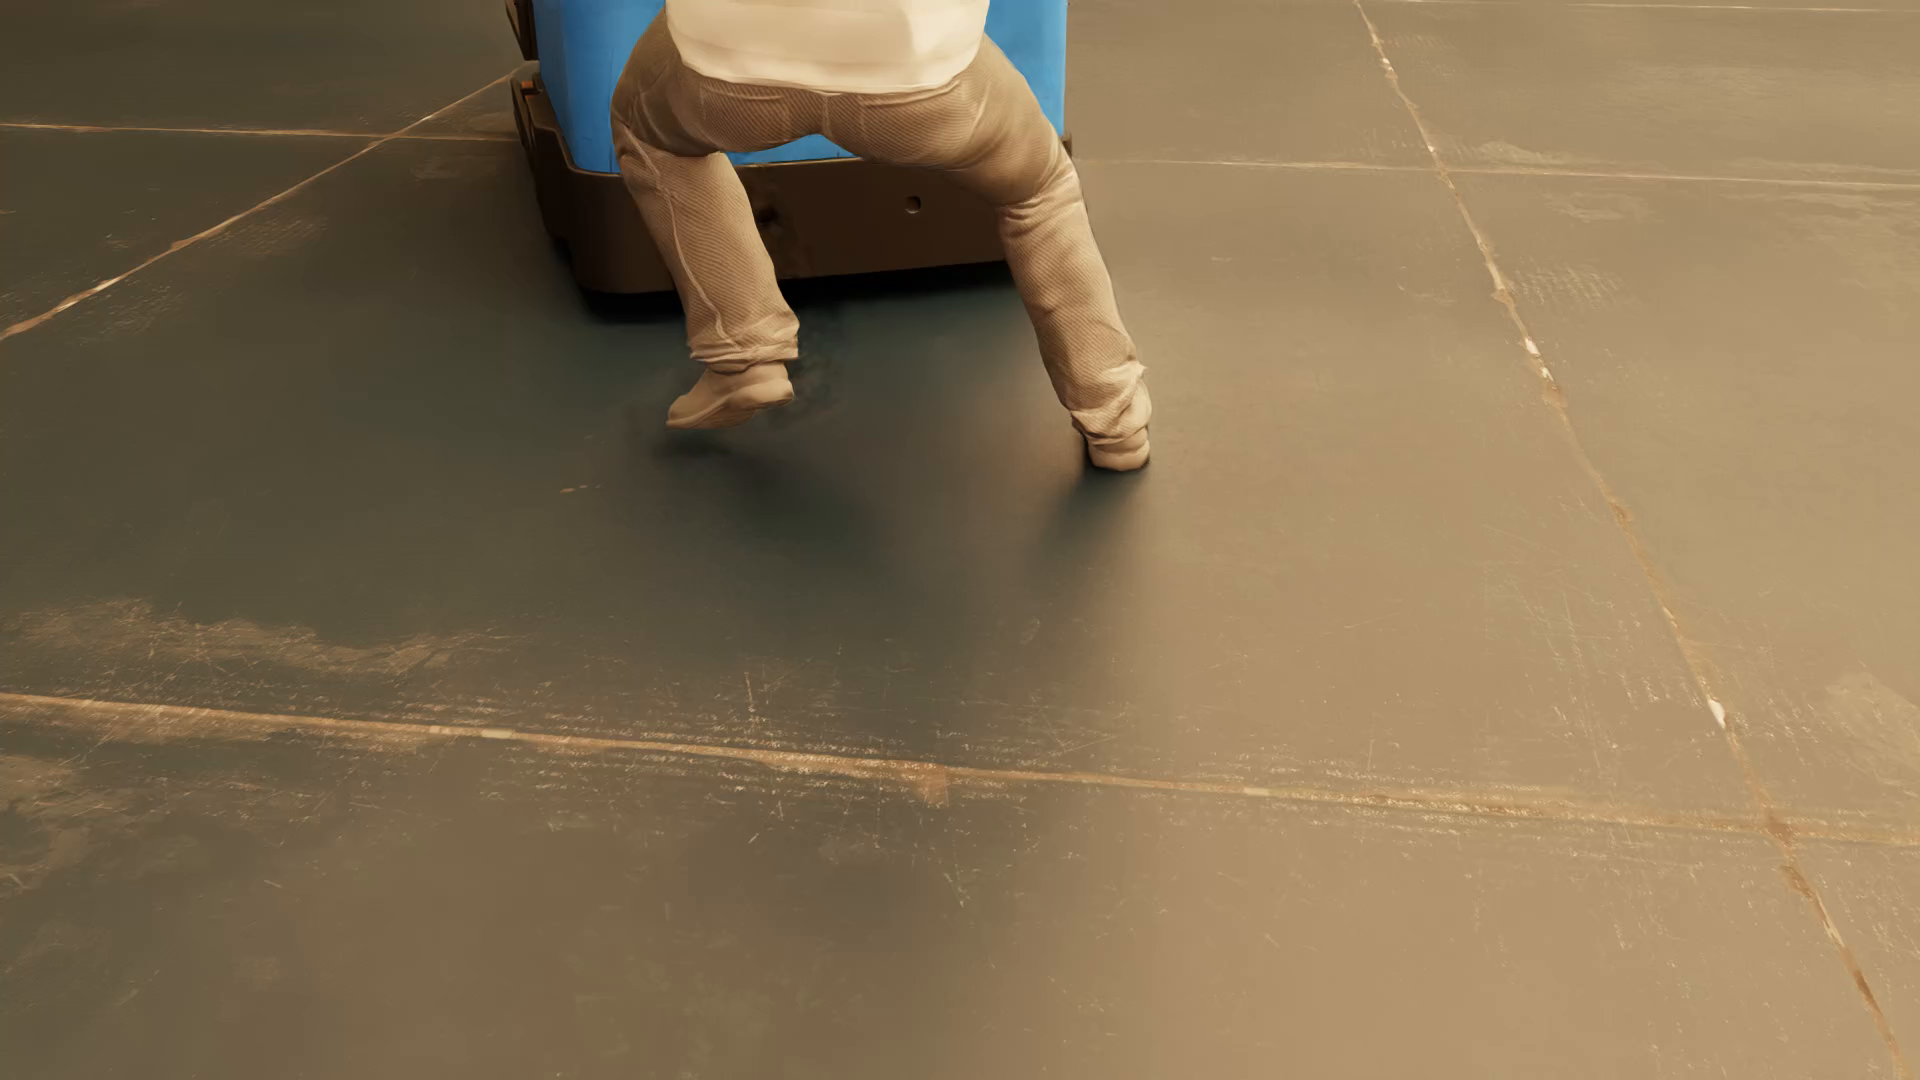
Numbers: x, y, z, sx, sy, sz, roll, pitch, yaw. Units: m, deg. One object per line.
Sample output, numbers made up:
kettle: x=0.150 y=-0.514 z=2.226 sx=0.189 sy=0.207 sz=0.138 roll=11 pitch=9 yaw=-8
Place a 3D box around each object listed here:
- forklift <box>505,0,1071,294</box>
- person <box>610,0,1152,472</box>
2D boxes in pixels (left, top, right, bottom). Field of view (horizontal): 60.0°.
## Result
forklift: x=-0.676 y=-2.441 z=4.110 sx=1.130 sy=2.935 sz=3.031 roll=-8 pitch=28 yaw=-15
person: x=-0.144 y=-0.839 z=2.424 sx=0.942 sy=1.574 sz=0.770 roll=0 pitch=27 yaw=1
